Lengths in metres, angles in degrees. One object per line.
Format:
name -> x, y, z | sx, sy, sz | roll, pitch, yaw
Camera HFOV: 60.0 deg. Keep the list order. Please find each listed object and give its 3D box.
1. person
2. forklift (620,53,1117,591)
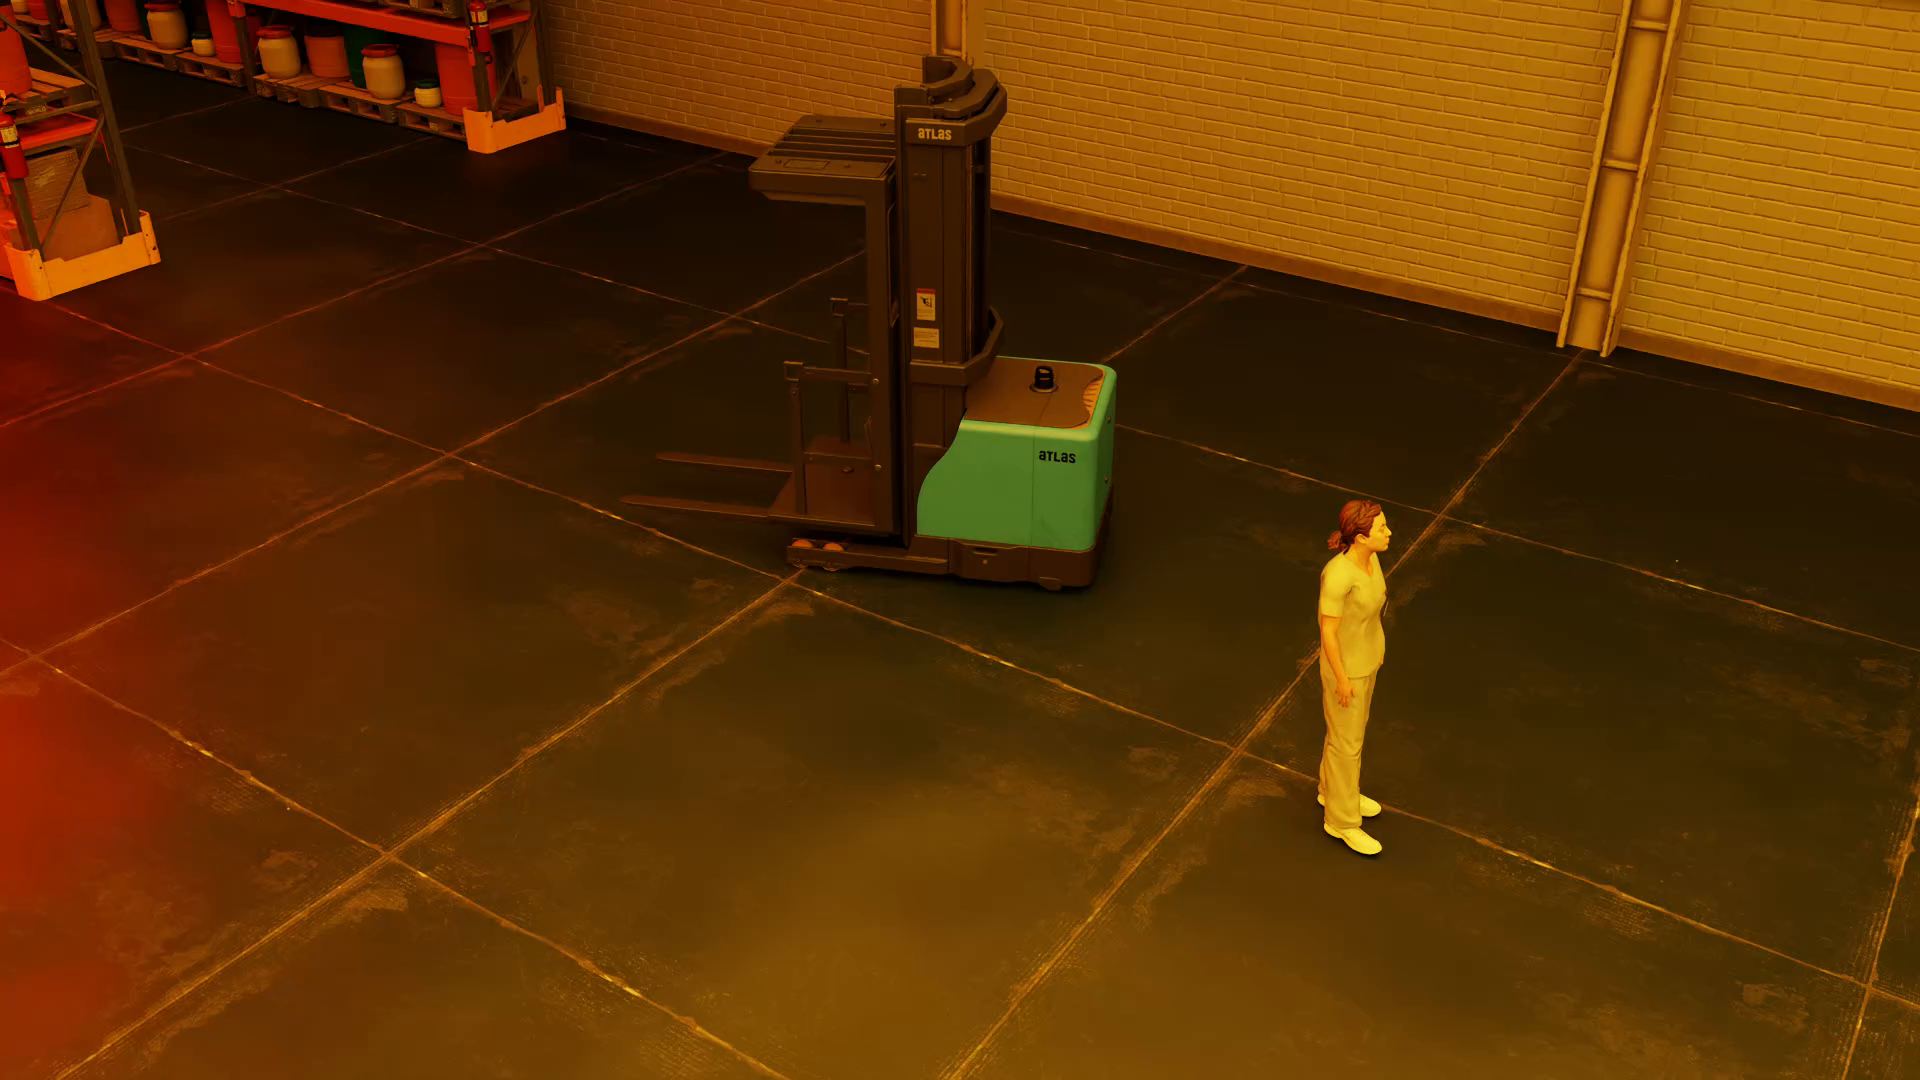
person -> 1.894, 0.603, 7.778 | 0.548, 1.673, 0.550 | 18, 35, 28
forklift -> -0.596, -1.330, 9.871 | 3.031, 2.935, 1.130 | 6, 31, 10
